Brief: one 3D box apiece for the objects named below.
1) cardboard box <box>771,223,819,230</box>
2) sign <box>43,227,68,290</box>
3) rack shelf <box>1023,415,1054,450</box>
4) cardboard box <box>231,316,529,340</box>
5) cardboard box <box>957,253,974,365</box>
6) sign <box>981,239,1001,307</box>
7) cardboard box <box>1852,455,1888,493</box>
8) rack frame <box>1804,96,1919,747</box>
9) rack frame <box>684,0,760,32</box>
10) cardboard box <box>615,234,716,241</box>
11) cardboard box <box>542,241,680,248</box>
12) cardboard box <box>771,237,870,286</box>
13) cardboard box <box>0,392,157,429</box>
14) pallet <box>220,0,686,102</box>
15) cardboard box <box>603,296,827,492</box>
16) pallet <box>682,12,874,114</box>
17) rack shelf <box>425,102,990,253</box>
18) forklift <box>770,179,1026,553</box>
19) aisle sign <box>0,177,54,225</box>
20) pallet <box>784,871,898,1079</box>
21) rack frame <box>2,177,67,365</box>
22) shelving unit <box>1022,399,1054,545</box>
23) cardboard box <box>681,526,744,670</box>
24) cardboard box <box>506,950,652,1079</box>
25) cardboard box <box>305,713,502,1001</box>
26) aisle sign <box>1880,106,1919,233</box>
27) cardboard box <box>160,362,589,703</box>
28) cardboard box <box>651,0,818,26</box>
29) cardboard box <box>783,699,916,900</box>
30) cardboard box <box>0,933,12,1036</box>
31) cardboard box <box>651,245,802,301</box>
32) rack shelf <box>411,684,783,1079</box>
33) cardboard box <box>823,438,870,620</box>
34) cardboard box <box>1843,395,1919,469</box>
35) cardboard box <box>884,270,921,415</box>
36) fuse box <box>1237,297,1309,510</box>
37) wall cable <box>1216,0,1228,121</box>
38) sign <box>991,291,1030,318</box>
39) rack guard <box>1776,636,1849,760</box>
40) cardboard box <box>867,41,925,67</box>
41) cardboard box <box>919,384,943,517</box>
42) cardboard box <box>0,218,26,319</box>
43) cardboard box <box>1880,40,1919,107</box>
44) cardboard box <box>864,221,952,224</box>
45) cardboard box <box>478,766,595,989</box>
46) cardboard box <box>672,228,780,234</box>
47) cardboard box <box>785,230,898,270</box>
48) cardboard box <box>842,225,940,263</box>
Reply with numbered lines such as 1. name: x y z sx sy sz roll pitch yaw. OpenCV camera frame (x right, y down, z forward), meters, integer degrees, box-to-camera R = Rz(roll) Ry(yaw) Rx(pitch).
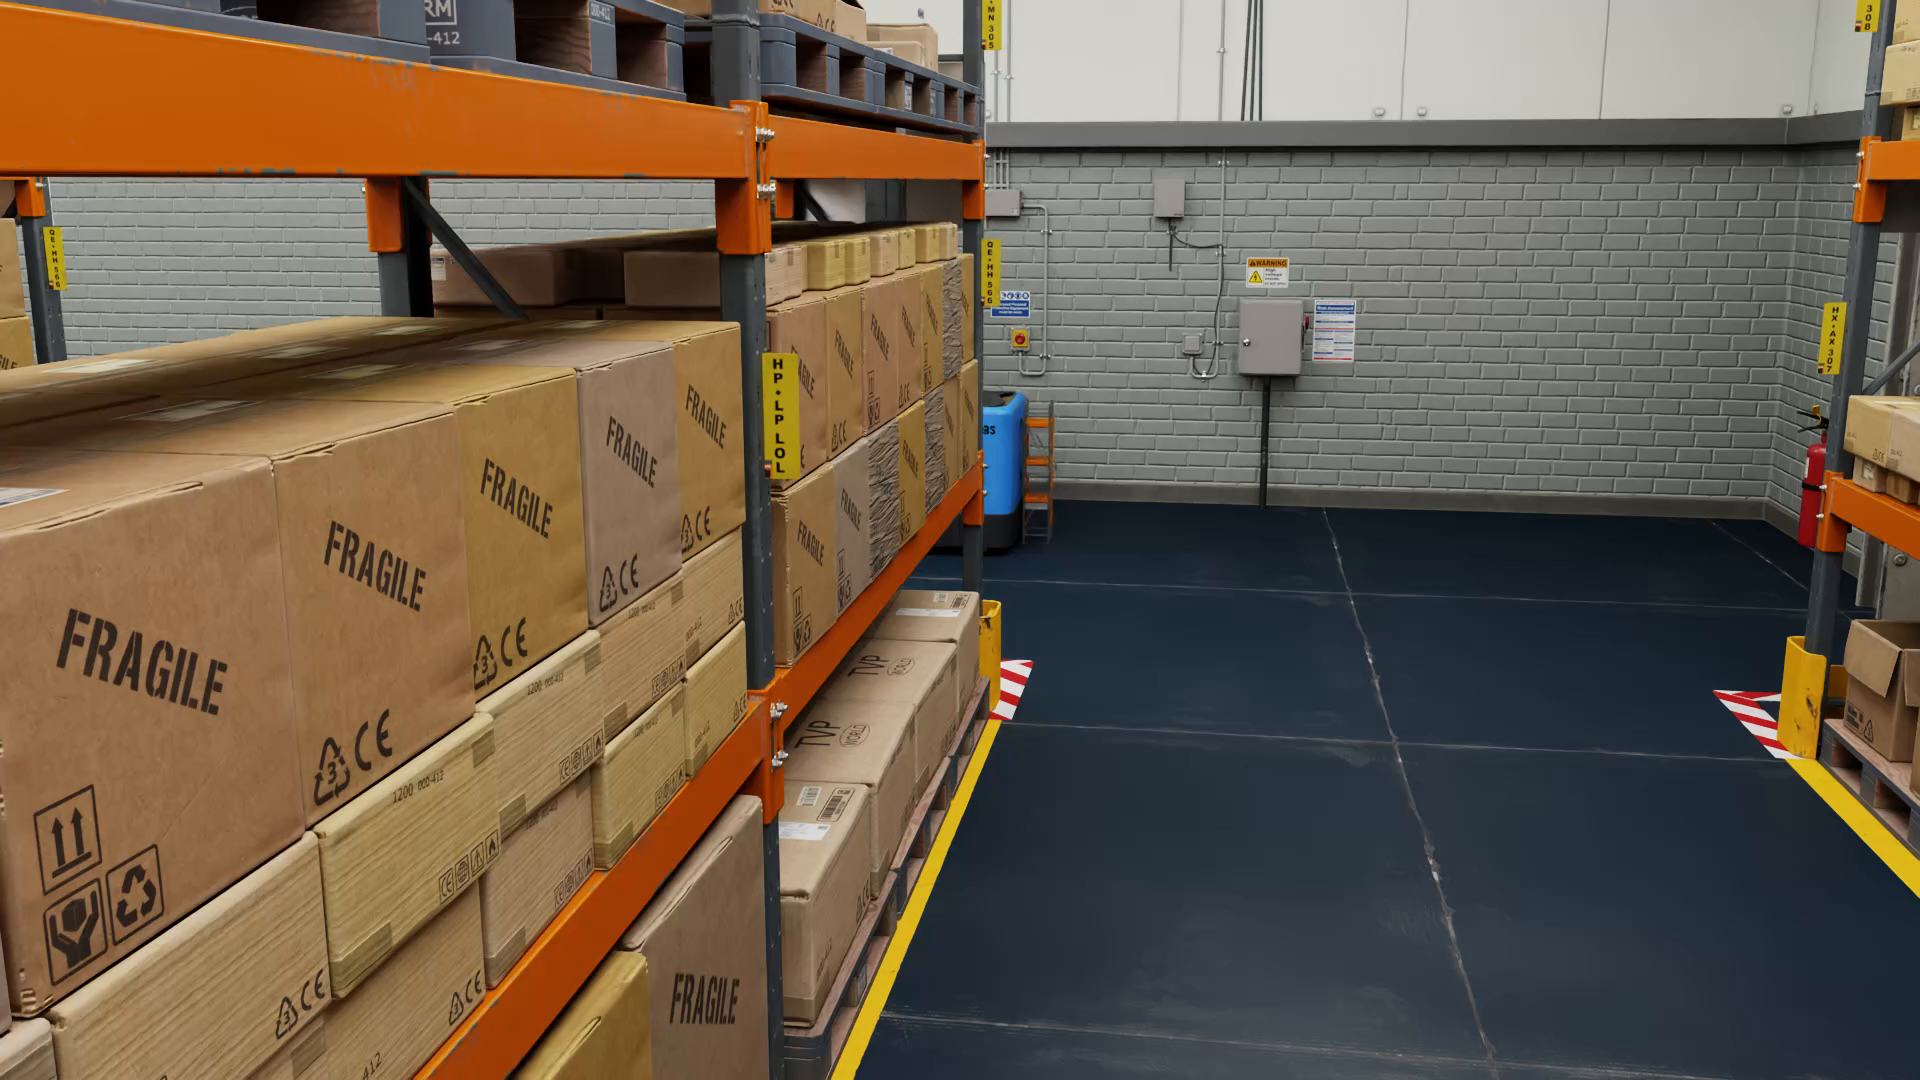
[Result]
1. cardboard box: -0.838 -1.322 7.356 0.380 0.149 0.250 2 12 10
2. sign: -4.748 -1.477 8.728 0.100 0.325 0.005 2 12 9
3. rack shelf: 0.581 -0.774 12.296 0.215 0.259 0.240 2 12 7
4. cardboard box: -1.354 -0.262 3.978 0.500 0.500 0.500 2 12 9
5. cardboard box: -0.226 -1.069 7.722 0.500 0.500 0.500 2 12 11
6. sign: 0.147 -1.301 8.098 0.100 0.325 0.005 2 12 9
7. cardboard box: 4.197 -0.297 7.347 0.380 0.149 0.250 2 12 8
8. rack frame: 4.518 -0.479 7.597 1.000 3.000 0.127 2 12 9
9. rack frame: -1.002 -2.739 3.844 1.000 3.000 0.127 2 12 9
10. cardboard box: -1.010 -1.000 5.862 0.380 0.149 0.250 2 12 7
11. cardboard box: -1.073 -0.839 5.115 0.380 0.149 0.250 2 12 9
12. cardboard box: -0.508 -0.931 5.544 0.380 0.149 0.250 2 12 7
13. cardboard box: -1.558 0.057 2.498 0.500 0.500 0.500 2 12 8
14. pallet: -1.094 -0.987 3.287 0.805 0.209 1.217 1 12 6
15. cardboard box: -0.690 -0.435 4.783 0.500 0.500 0.500 2 12 9
16. pallet: -0.866 -1.399 4.958 1.003 0.211 1.213 2 12 9
17. rack shelf: -0.695 -1.338 6.167 1.077 0.370 4.000 2 12 9
18. forklift: -1.049 -1.458 12.303 3.031 2.935 1.130 2 12 8
19. aisle sign: -4.986 -2.055 8.738 0.394 0.787 0.004 2 12 9
20. pallet: -0.808 1.401 5.492 1.003 0.211 1.213 2 12 9
21. rack frame: -5.294 -0.779 8.986 1.000 3.000 0.127 2 12 9
22. shelving unit: 0.581 -0.507 12.354 0.215 1.050 0.252 2 12 7
23. cardboard box: -0.830 0.122 3.976 0.500 0.250 0.500 2 12 9
24. cardboard box: -1.150 1.347 3.171 0.875 0.875 0.875 2 12 10
25. cardboard box: -1.035 0.441 2.494 0.500 0.250 0.500 2 12 10
26. aisle sign: 4.239 -1.774 7.433 0.394 0.787 0.004 2 12 9
27. cardboard box: -0.992 -0.030 2.903 0.500 0.500 0.500 2 12 10
28. cardboard box: -0.704 -1.692 4.631 0.500 0.500 0.500 2 12 10
29. cardboard box: -0.662 0.927 6.157 0.875 0.438 0.875 2 12 7
30. cardboard box: -1.233 0.290 1.416 0.500 0.500 0.500 2 12 9
31. cardboard box: -0.674 -0.772 4.807 0.380 0.149 0.250 2 12 9
32. rack shelf: -1.310 0.961 2.620 1.077 0.370 4.000 2 12 9
33. cardboard box: -0.590 -0.049 5.365 0.500 0.500 0.500 2 12 9
34. cardboard box: 4.182 -0.466 7.184 0.500 0.250 0.500 2 12 9
35. cardboard box: -0.436 -0.752 6.250 0.500 0.500 0.500 2 12 8
36. fuse box: 2.510 -1.086 13.469 0.539 1.711 0.414 2 12 9
37. wall cable: 0.952 -4.740 13.129 2.355 3.000 0.029 2 12 9
38. sign: 0.419 -1.960 13.827 0.327 0.218 0.001 2 12 9
39. rack guard: 4.507 0.759 7.787 1.175 0.500 0.348 2 12 9
40. cardboard box: -0.353 -2.050 7.130 0.380 0.149 0.250 1 12 4
41. cardboard box: -0.361 -0.368 6.842 0.500 0.500 0.500 2 12 10
42. cardboard box: -5.118 -1.358 8.359 0.500 0.500 0.500 2 12 7
43. cardboard box: 4.180 -1.934 6.878 0.500 0.250 0.500 2 12 8
44. cardboard box: -0.244 -1.413 7.778 0.380 0.149 0.250 2 12 9
45. cardboard box: -0.998 0.579 3.044 0.500 0.250 0.500 2 12 7
46. cardboard box: -0.929 -1.159 6.603 0.380 0.149 0.250 2 12 9
47. cardboard box: -0.445 -1.091 6.287 0.380 0.149 0.250 2 12 10
48. cardboard box: -0.296 -1.252 7.031 0.380 0.149 0.250 2 12 10
